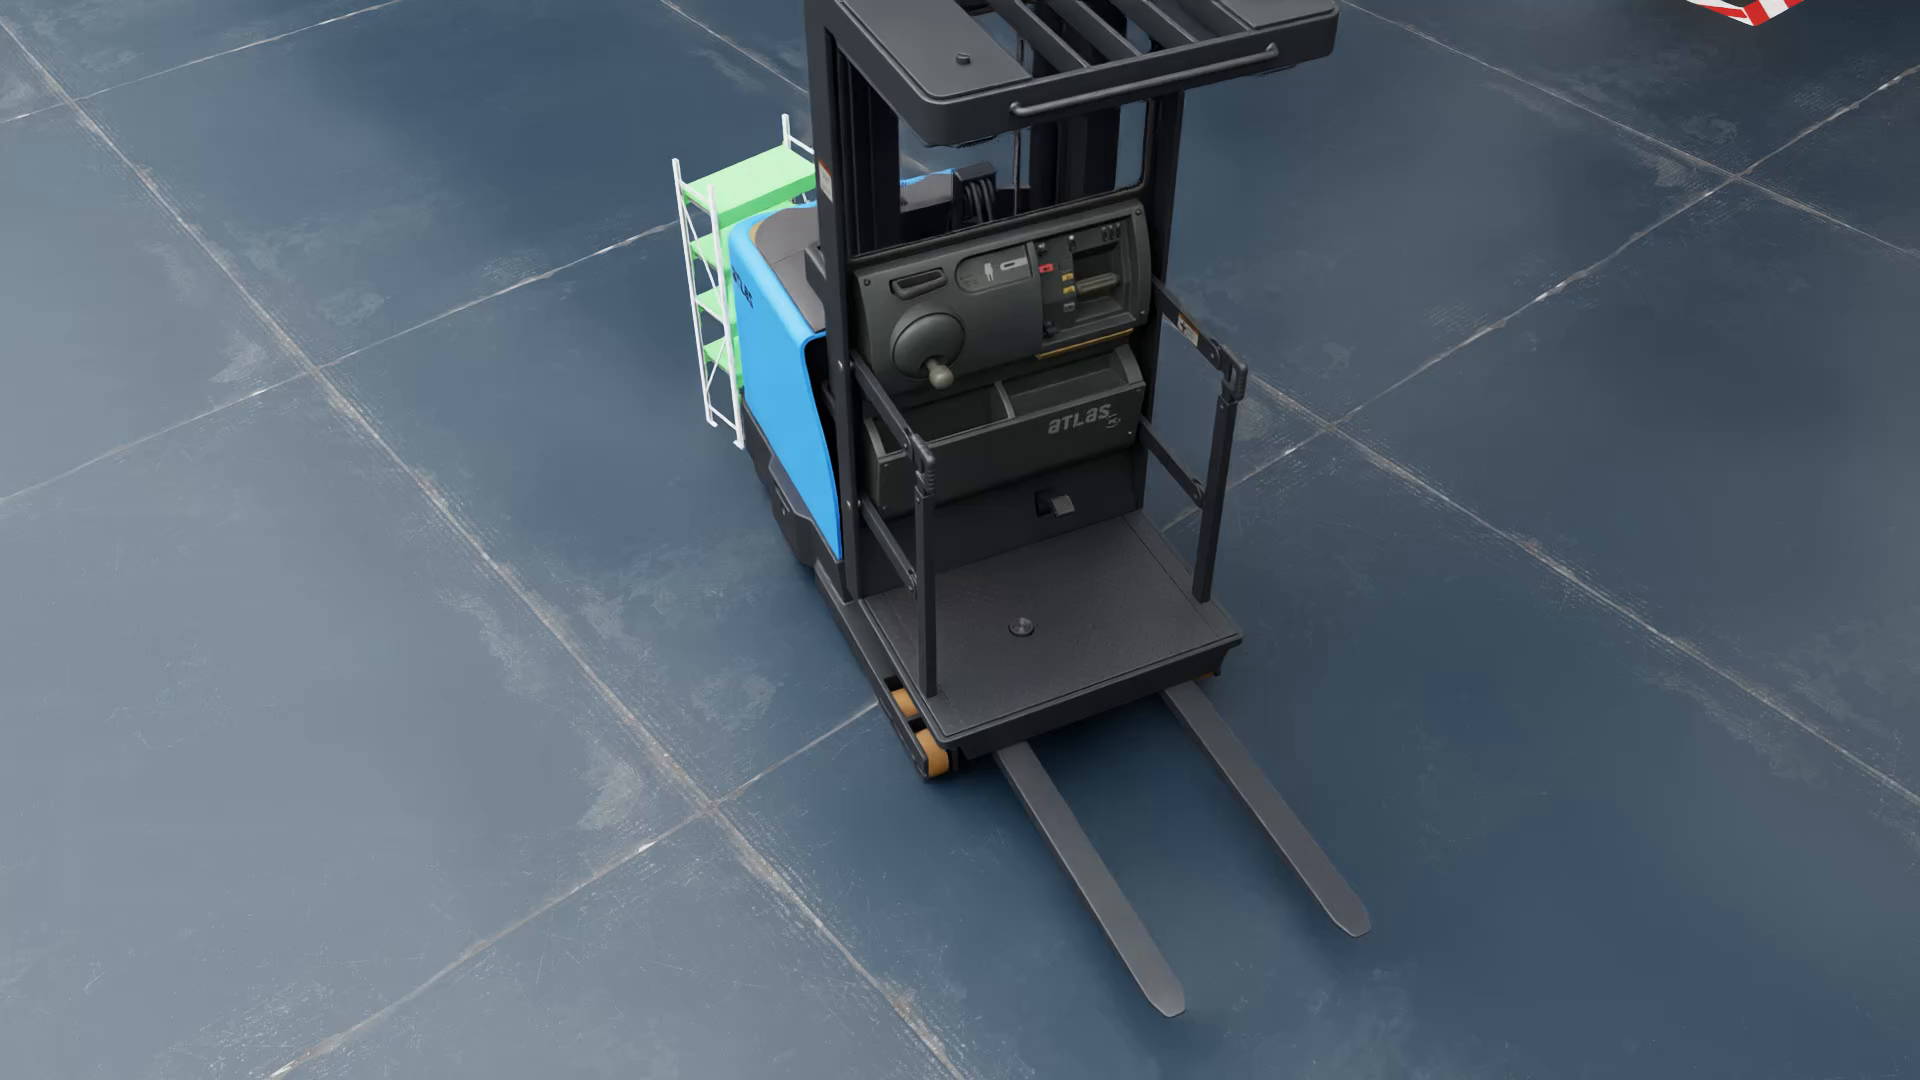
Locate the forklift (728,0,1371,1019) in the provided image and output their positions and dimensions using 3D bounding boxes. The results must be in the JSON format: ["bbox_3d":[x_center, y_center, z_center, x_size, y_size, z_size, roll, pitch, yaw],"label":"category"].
[{"bbox_3d":[0.237,-0.638,4.788,1.130,2.935,3.031,-18,46,-18],"label":"forklift"}]

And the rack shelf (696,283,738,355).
[{"bbox_3d":[-0.761,-0.927,6.454,0.480,0.148,0.258,-31,51,-29],"label":"rack shelf"}]

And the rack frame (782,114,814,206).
[{"bbox_3d":[-0.577,-1.083,6.527,0.015,1.200,0.240,-31,51,-29],"label":"rack frame"}]

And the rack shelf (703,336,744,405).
[{"bbox_3d":[-0.761,-0.752,6.618,0.480,0.148,0.258,-31,51,-29],"label":"rack shelf"}]

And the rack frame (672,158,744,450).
[{"bbox_3d":[-0.945,-0.864,6.293,0.015,1.200,0.240,-31,51,-29],"label":"rack frame"}]

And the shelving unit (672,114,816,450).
[{"bbox_3d":[-0.761,-0.973,6.410,0.503,1.200,0.258,-31,51,-29],"label":"shelving unit"}]

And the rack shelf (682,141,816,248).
[{"bbox_3d":[-0.761,-1.277,6.125,0.480,0.148,0.258,-31,51,-29],"label":"rack shelf"}]

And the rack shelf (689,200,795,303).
[{"bbox_3d":[-0.761,-1.102,6.289,0.480,0.148,0.258,-31,51,-29],"label":"rack shelf"}]
